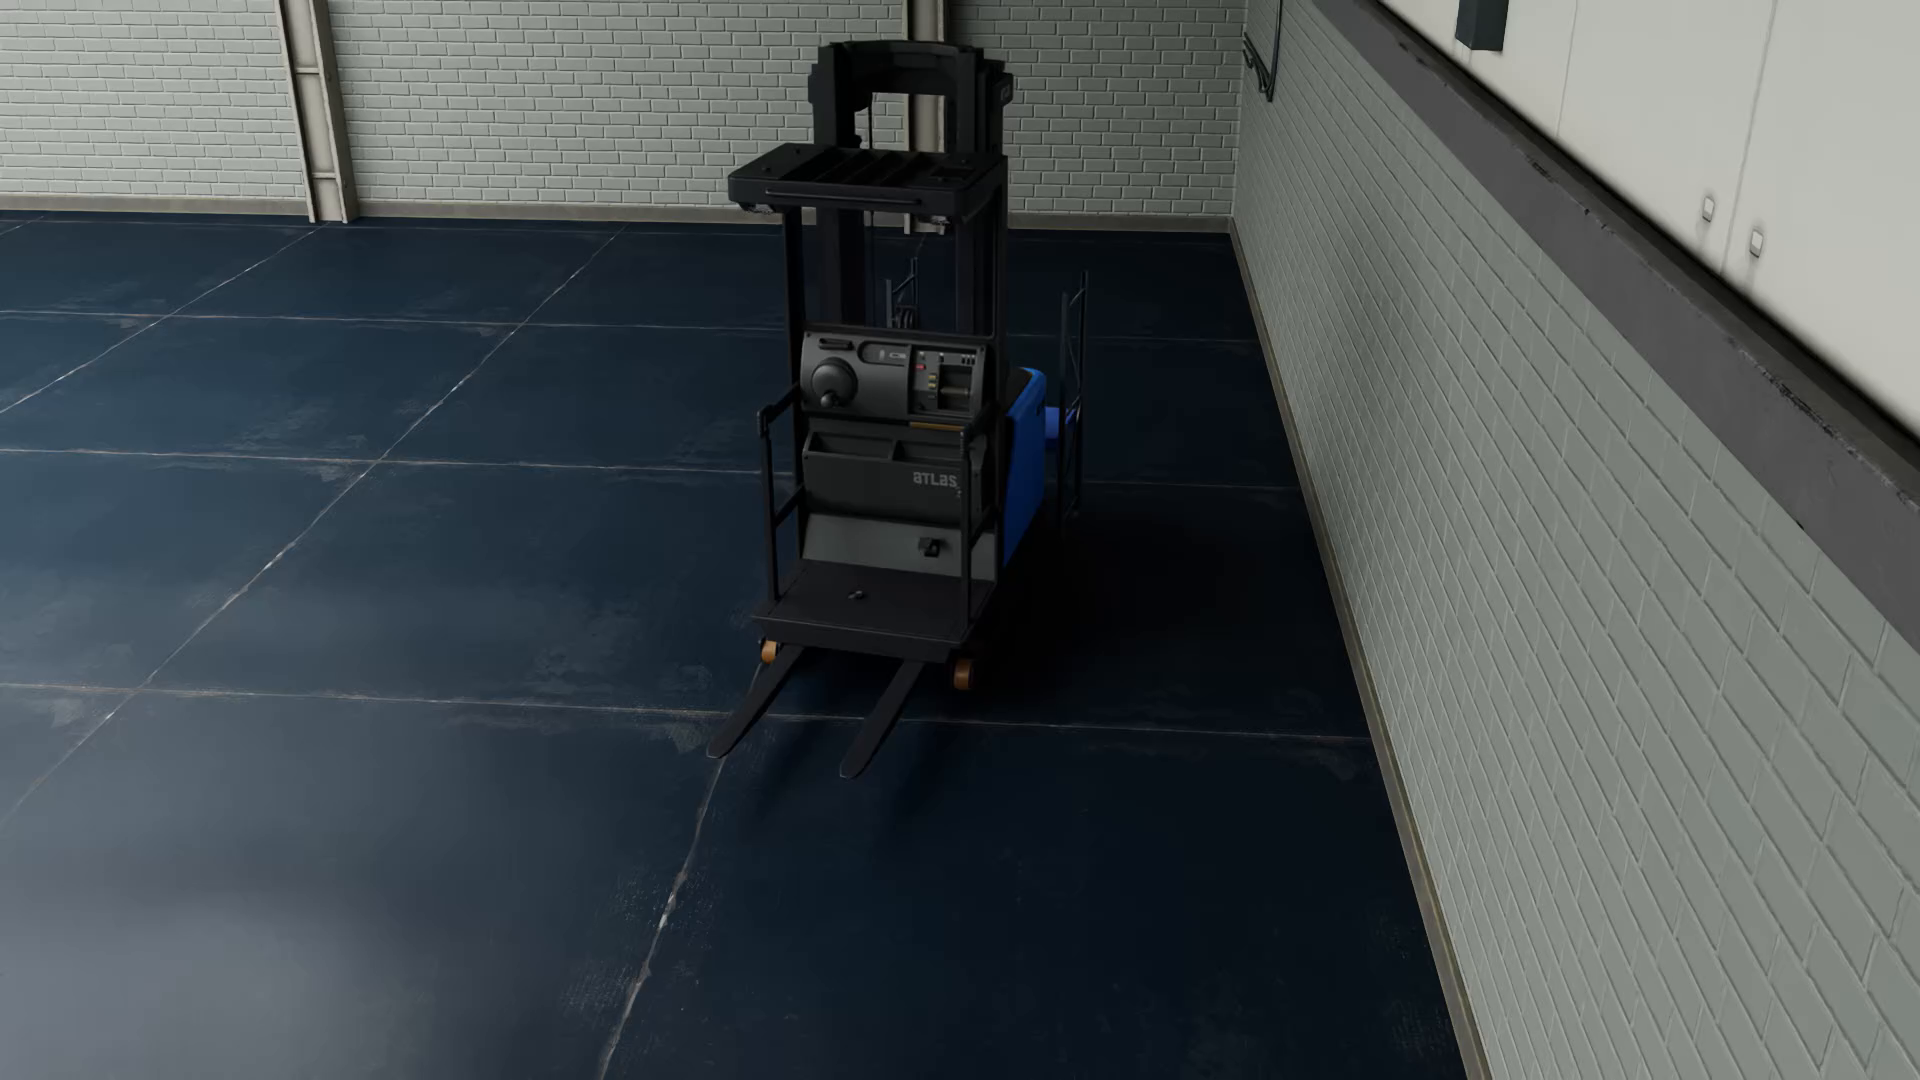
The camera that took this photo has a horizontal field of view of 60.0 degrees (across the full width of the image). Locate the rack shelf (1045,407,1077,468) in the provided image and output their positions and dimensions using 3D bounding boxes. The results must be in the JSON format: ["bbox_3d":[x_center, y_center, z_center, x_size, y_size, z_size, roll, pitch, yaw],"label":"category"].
[{"bbox_3d":[0.160,-0.661,9.822,1.000,0.185,0.538,7,26,15],"label":"rack shelf"}]

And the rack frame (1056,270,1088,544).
[{"bbox_3d":[0.646,-0.762,9.611,0.032,1.500,0.500,7,26,15],"label":"rack frame"}]

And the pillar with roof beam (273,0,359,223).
[{"bbox_3d":[-6.644,-5.539,11.023,0.400,9.000,9.100,2,25,4],"label":"pillar with roof beam"}]

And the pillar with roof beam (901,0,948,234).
[{"bbox_3d":[-0.662,-5.347,10.605,0.400,9.000,9.100,2,25,4],"label":"pillar with roof beam"}]

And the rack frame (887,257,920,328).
[{"bbox_3d":[-0.326,-0.886,9.882,0.032,1.500,0.500,7,26,15],"label":"rack frame"}]

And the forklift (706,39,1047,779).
[{"bbox_3d":[-0.381,-0.770,7.916,1.130,2.935,3.031,6,25,14],"label":"forklift"}]

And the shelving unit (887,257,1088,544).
[{"bbox_3d":[0.160,-0.824,9.746,1.048,1.500,0.538,7,26,15],"label":"shelving unit"}]

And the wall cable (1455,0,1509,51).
[{"bbox_3d":[1.761,-4.085,3.793,0.169,6.003,2.305,2,25,4],"label":"wall cable"}]

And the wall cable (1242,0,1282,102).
[{"bbox_3d":[2.504,-5.085,13.751,0.112,2.526,3.097,2,25,4],"label":"wall cable"}]
